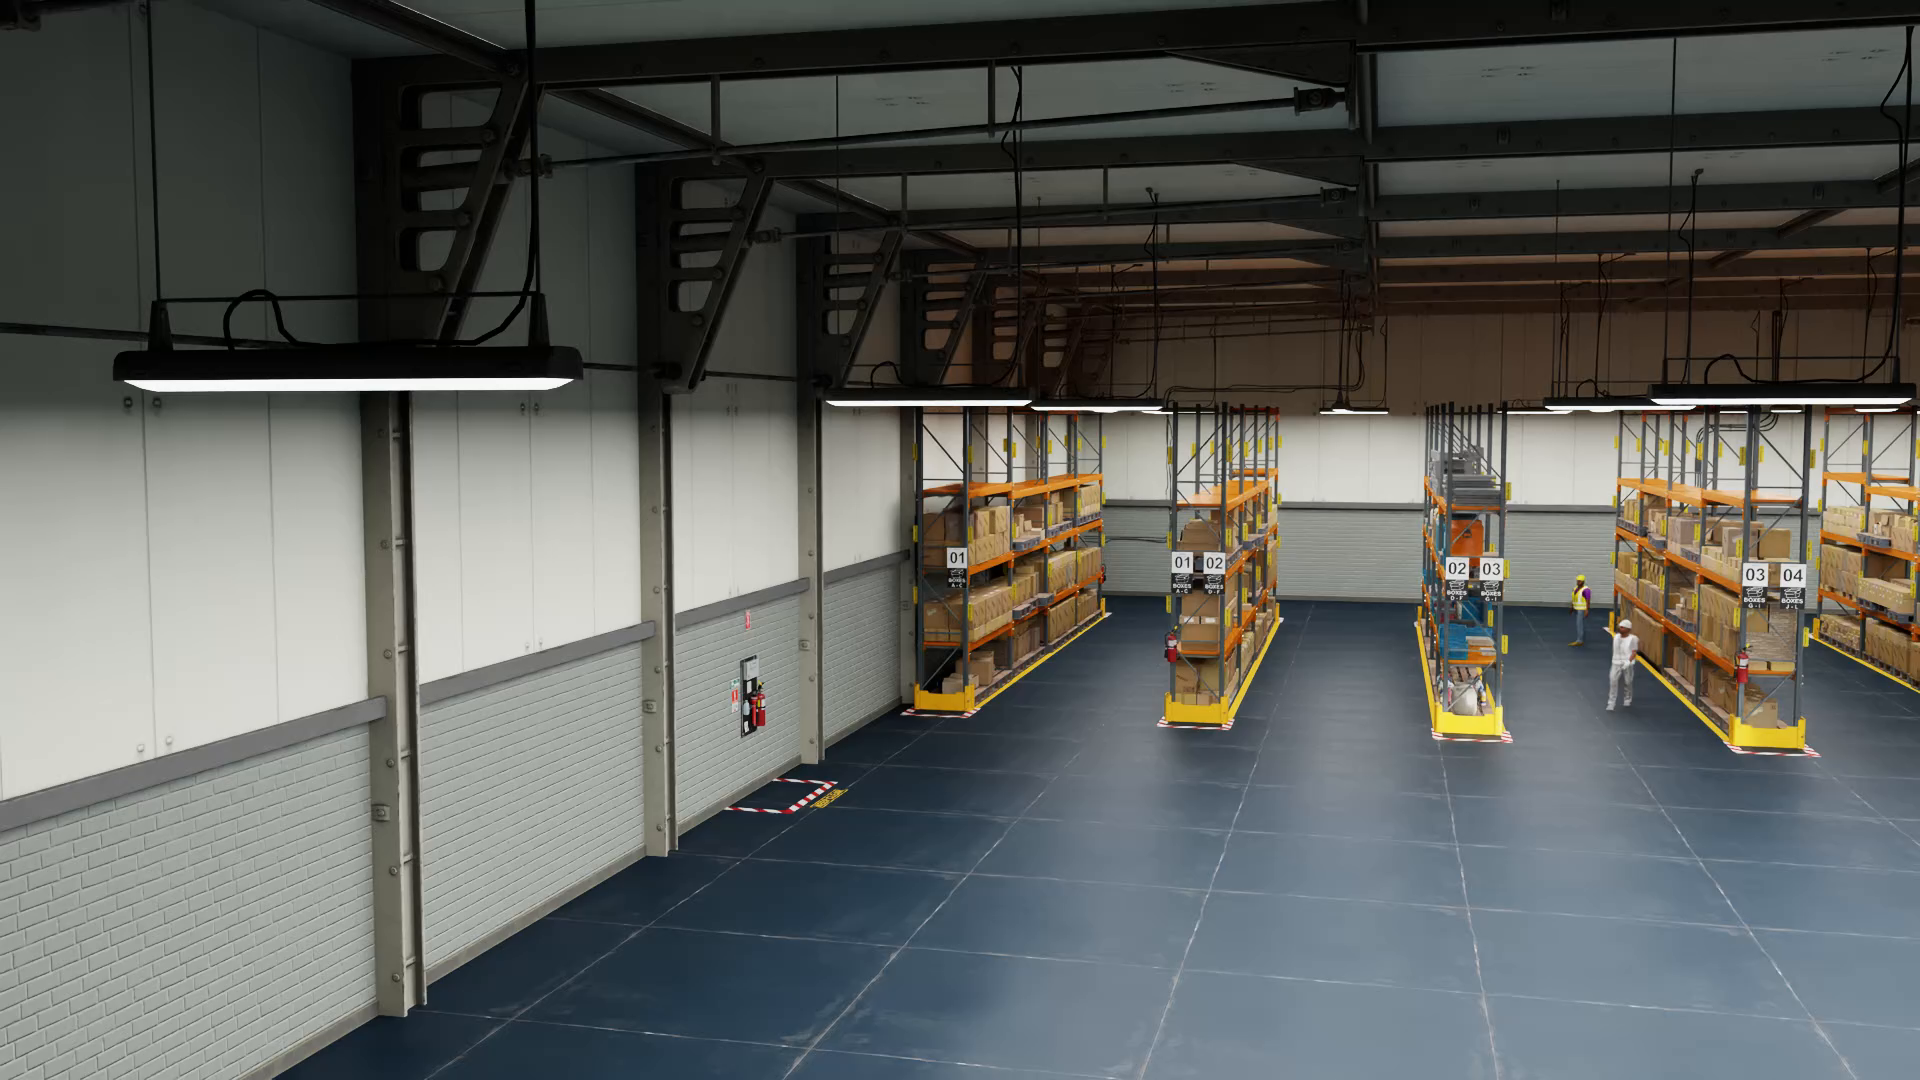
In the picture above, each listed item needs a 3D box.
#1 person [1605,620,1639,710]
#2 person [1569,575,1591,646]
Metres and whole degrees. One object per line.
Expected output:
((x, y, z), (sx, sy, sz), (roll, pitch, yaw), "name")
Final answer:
((12.955, 2.425, 32.445), (0.503, 1.729, 0.997), (3, 5, 32), "person")
((15.504, 1.759, 41.748), (0.520, 1.767, 0.588), (0, 4, -1), "person")
